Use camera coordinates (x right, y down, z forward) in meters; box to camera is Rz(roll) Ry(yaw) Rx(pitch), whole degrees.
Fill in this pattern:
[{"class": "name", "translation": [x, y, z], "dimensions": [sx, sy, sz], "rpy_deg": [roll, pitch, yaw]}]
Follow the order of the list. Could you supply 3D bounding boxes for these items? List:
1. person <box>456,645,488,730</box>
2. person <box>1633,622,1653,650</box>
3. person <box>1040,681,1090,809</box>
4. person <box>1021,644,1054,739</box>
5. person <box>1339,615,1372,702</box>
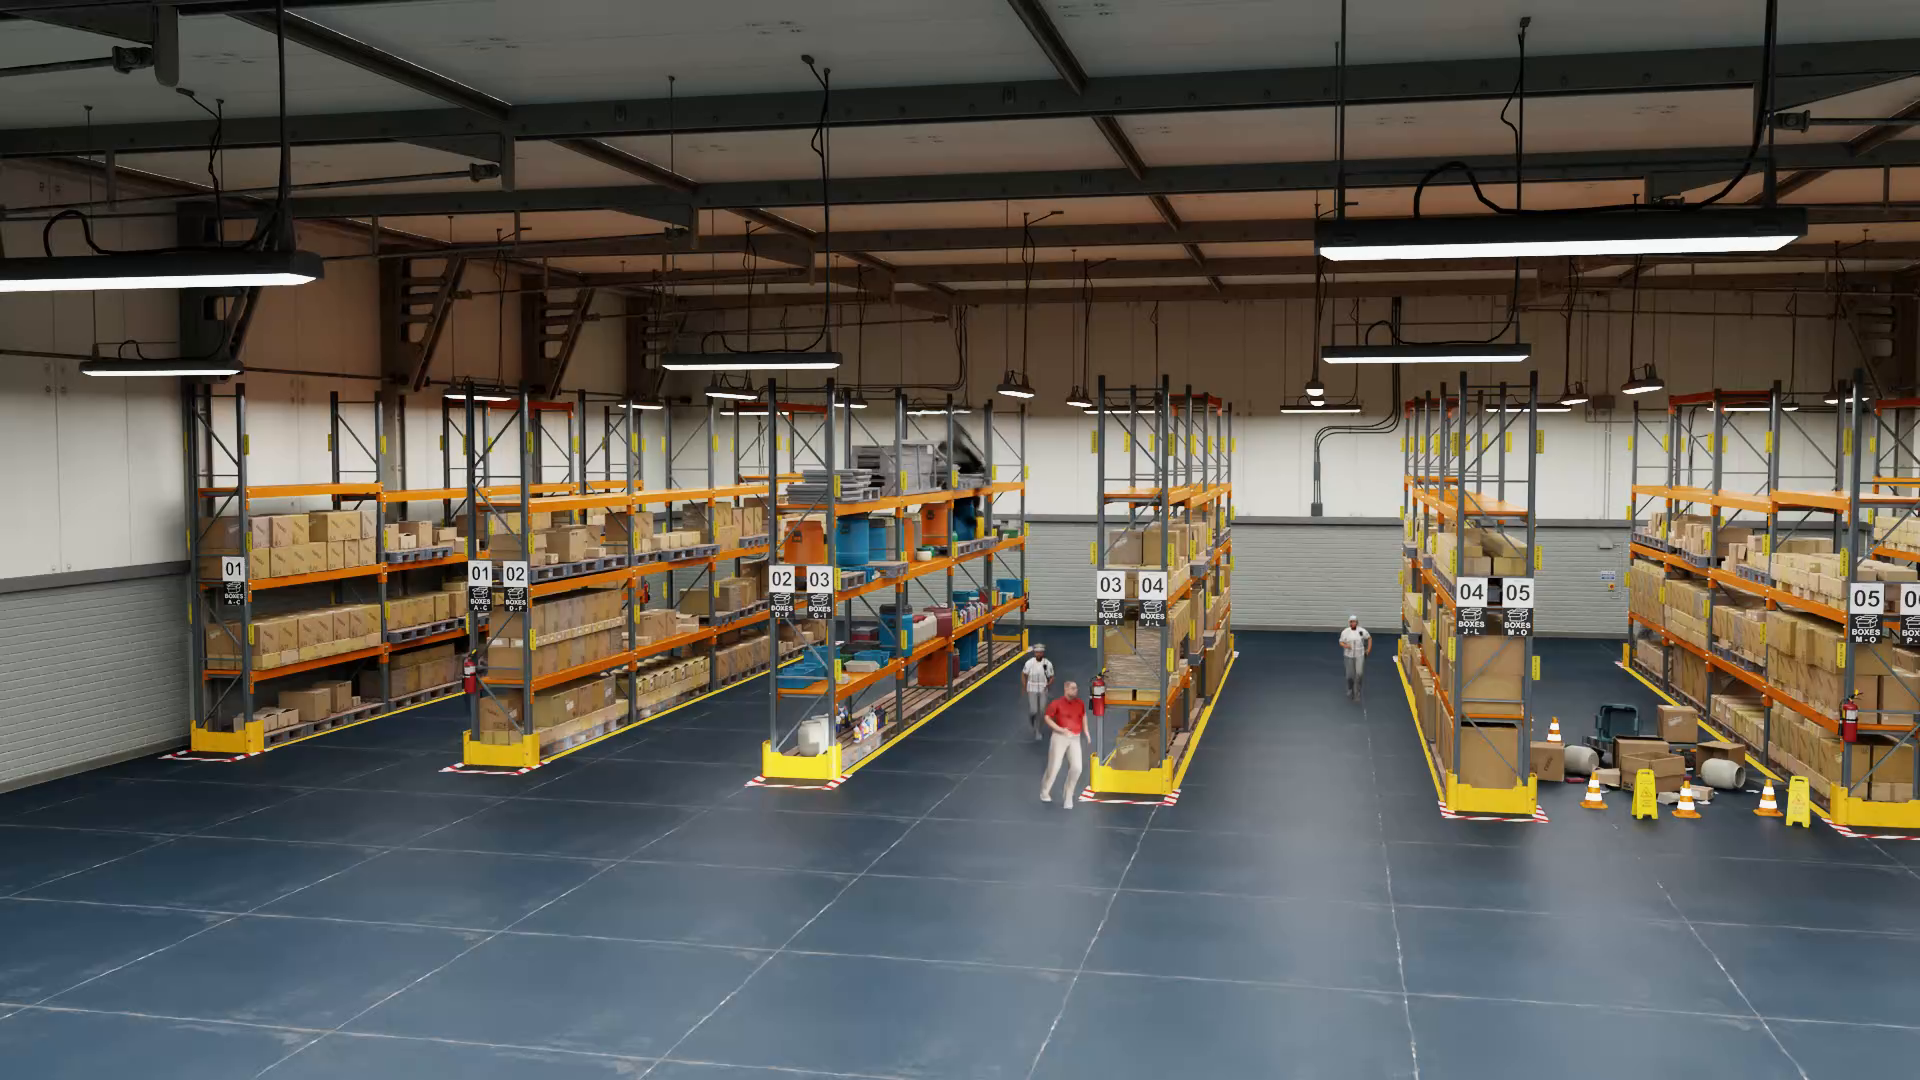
[{"class": "person", "translation": [-8.247, 2.569, 28.107], "dimensions": [0.531, 1.607, 0.833], "rpy_deg": [0, 3, 3]}, {"class": "person", "translation": [15.908, 1.993, 38.723], "dimensions": [0.595, 1.532, 0.853], "rpy_deg": [-3, 4, -42]}, {"class": "person", "translation": [1.497, 2.841, 23.142], "dimensions": [0.726, 1.771, 0.670], "rpy_deg": [-1, 4, -22]}, {"class": "person", "translation": [1.323, 2.573, 28.183], "dimensions": [0.558, 1.641, 0.589], "rpy_deg": [0, 3, -1]}, {"class": "person", "translation": [7.759, 2.331, 32.668], "dimensions": [0.608, 1.702, 0.733], "rpy_deg": [1, 3, 16]}]
